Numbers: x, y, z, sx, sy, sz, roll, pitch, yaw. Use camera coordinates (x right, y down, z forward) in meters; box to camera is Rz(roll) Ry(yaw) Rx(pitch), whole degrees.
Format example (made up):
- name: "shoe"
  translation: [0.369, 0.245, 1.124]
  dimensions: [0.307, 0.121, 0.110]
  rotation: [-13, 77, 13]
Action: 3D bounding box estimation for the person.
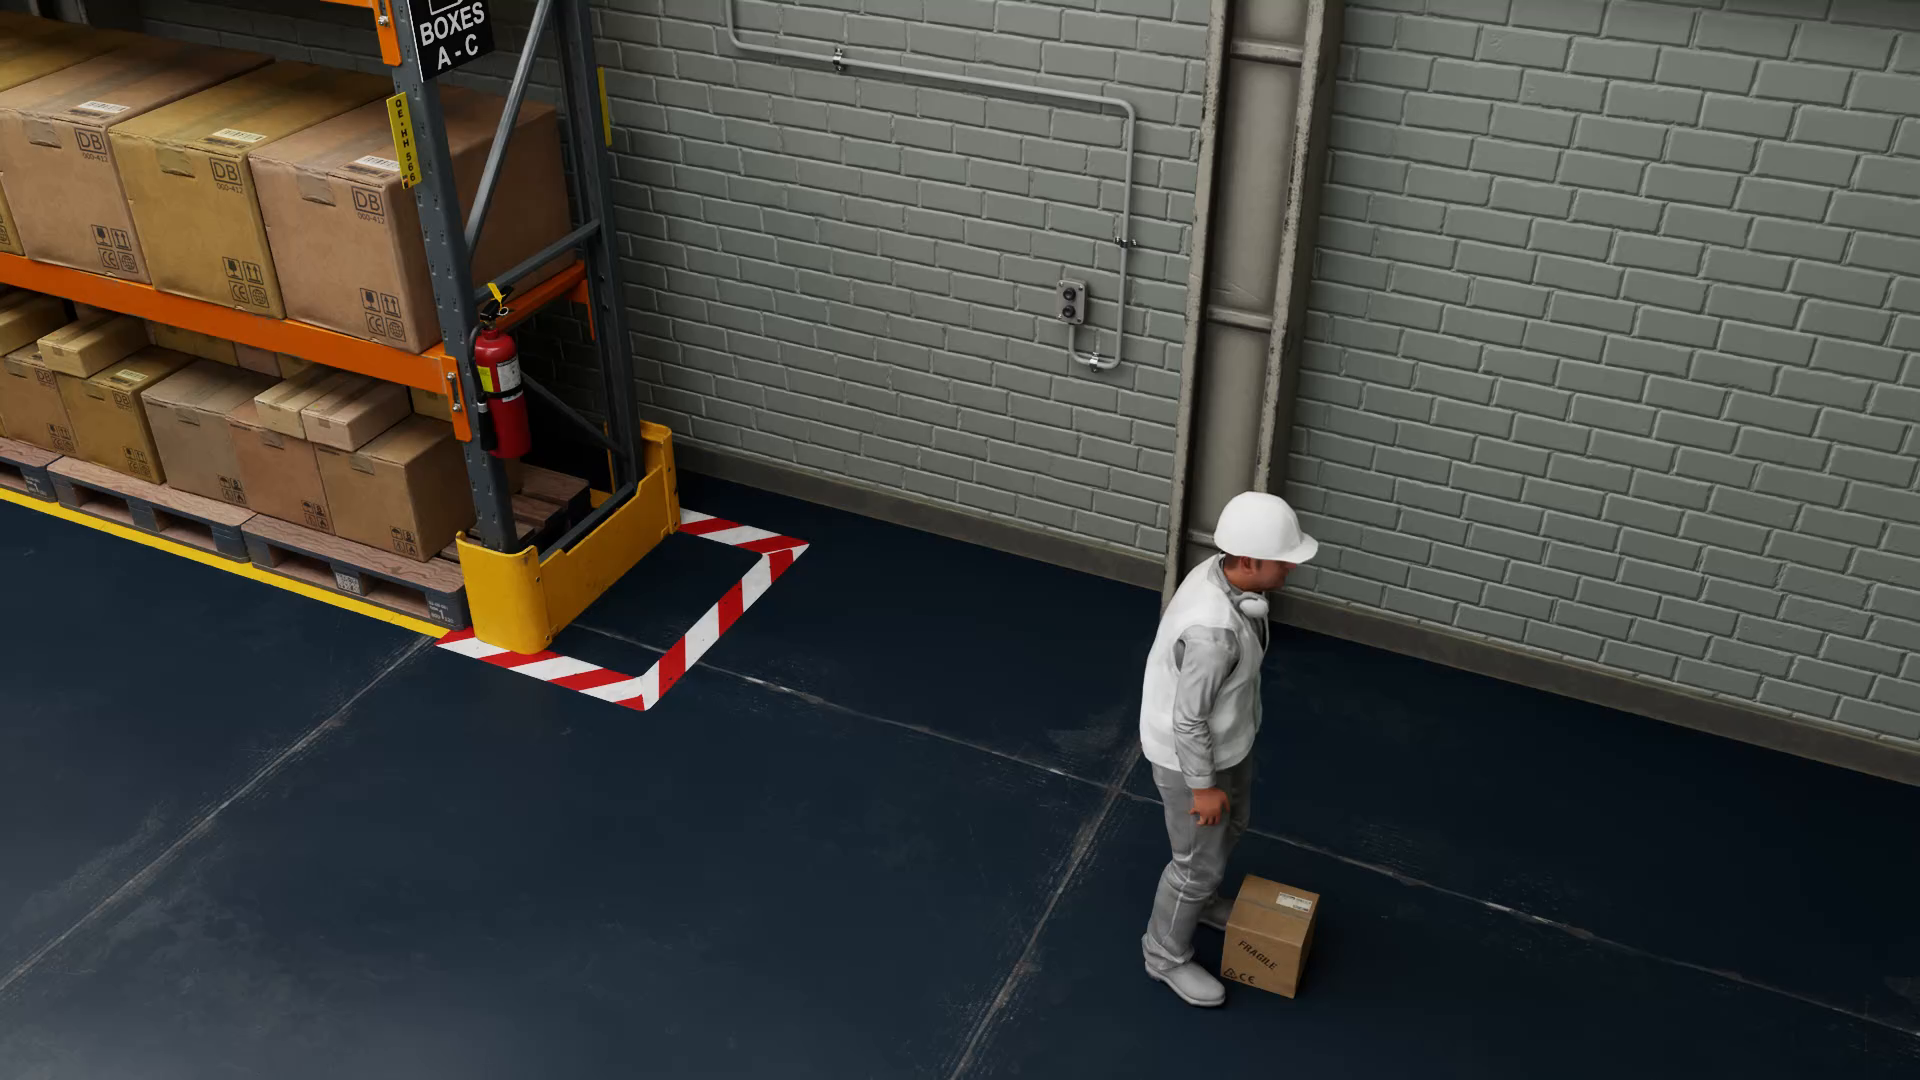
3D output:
- name: "person"
  translation: [0.794, 0.616, 5.184]
  dimensions: [0.459, 1.773, 0.590]
  rotation: [13, 36, 19]
